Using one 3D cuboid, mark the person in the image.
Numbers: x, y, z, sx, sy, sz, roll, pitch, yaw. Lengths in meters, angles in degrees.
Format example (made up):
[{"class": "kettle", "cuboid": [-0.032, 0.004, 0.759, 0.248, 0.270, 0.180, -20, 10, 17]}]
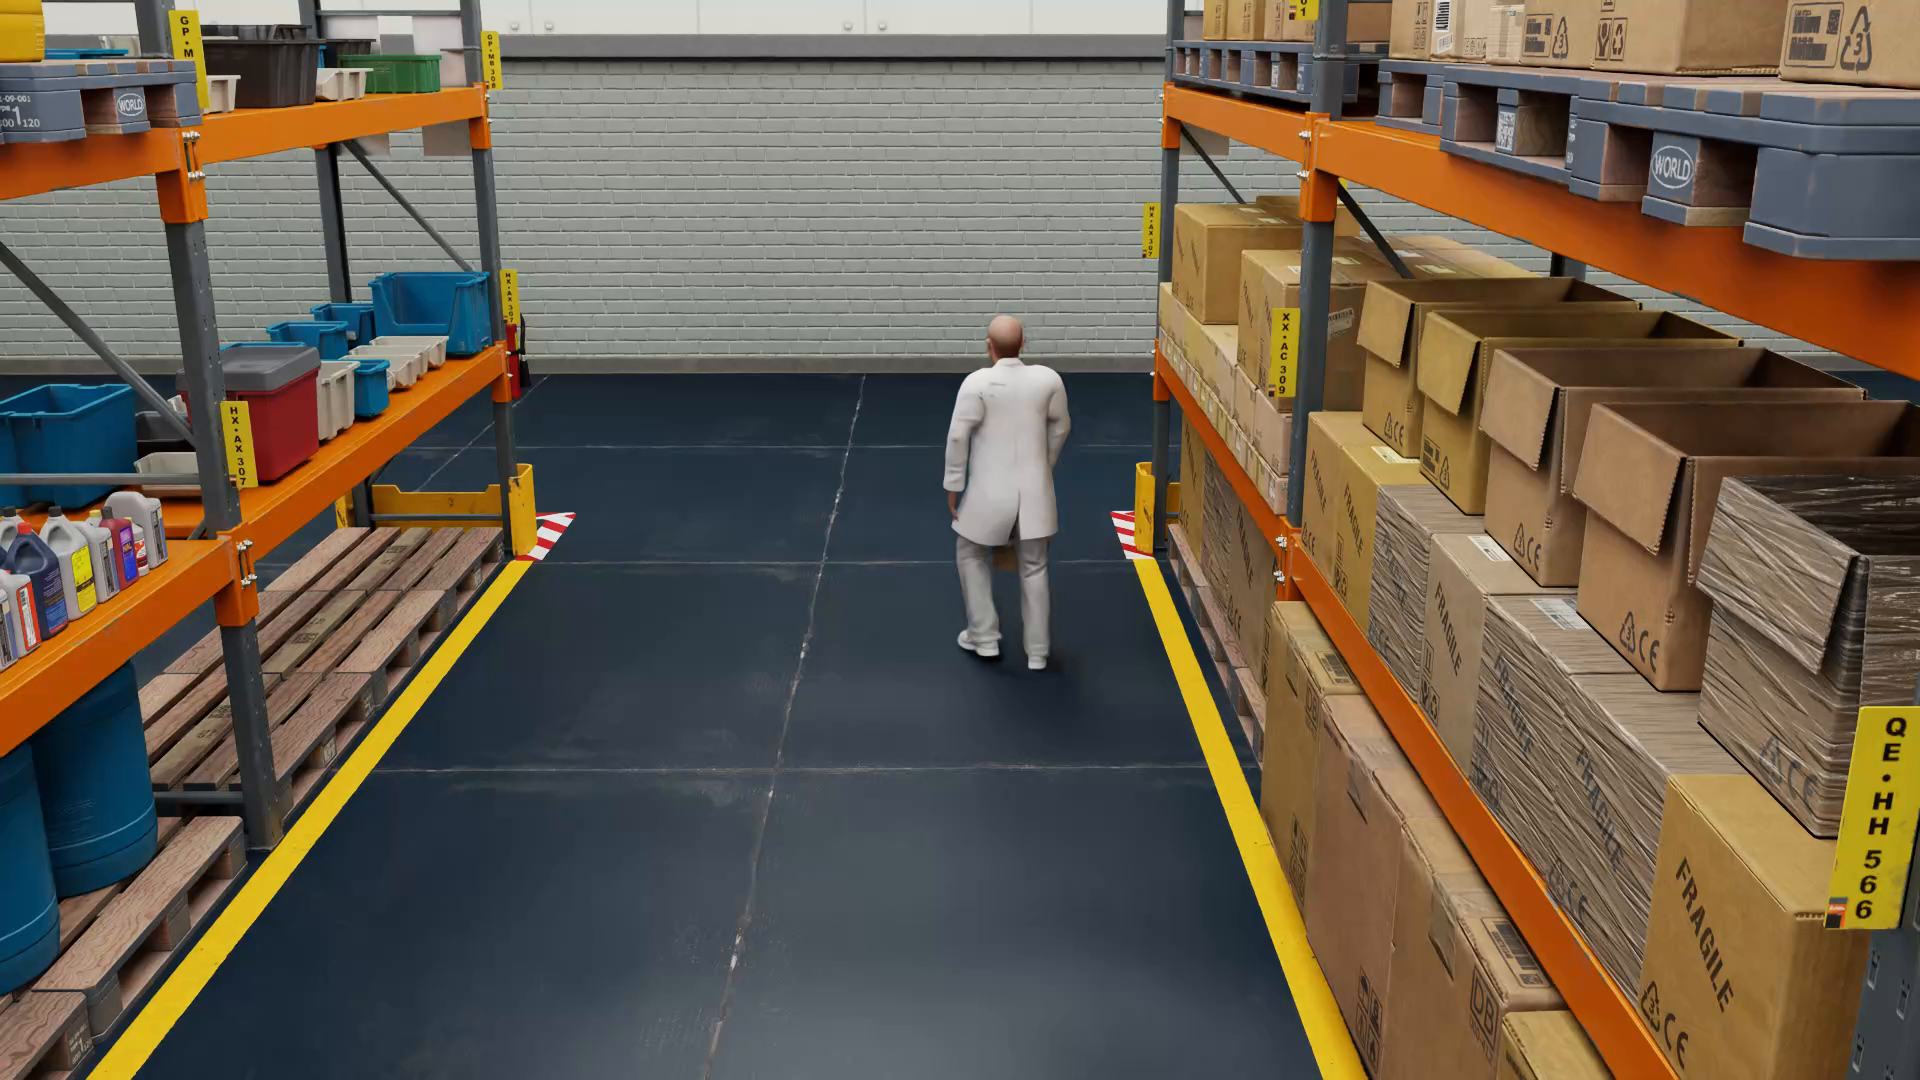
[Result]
[{"class": "person", "cuboid": [0.236, -0.246, 8.388, 0.676, 1.770, 0.542, -5, 17, -15]}]
